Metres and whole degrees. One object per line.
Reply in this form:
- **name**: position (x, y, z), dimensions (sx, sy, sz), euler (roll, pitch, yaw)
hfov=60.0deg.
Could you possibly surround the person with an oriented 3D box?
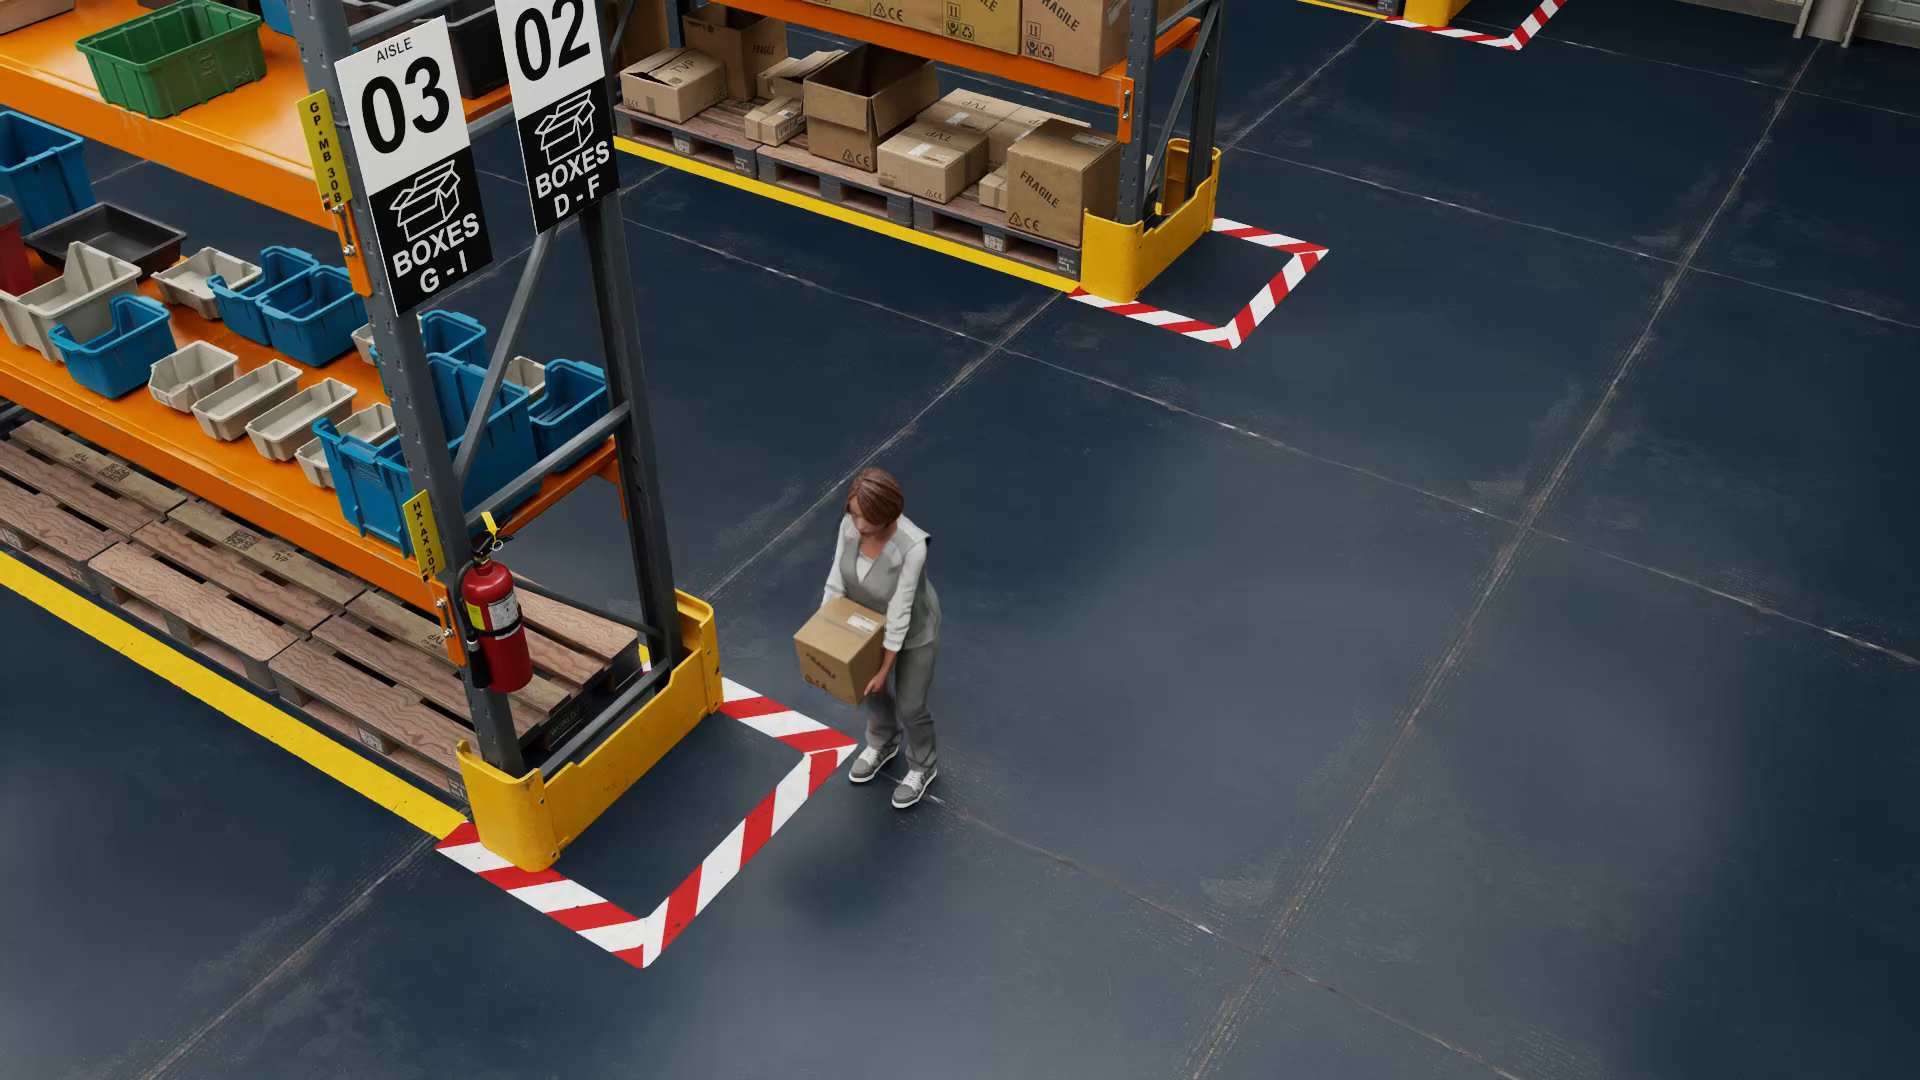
- **person**: position (-0.310, 0.392, 6.225), dimensions (0.360, 1.575, 0.492), euler (24, 45, 27)
